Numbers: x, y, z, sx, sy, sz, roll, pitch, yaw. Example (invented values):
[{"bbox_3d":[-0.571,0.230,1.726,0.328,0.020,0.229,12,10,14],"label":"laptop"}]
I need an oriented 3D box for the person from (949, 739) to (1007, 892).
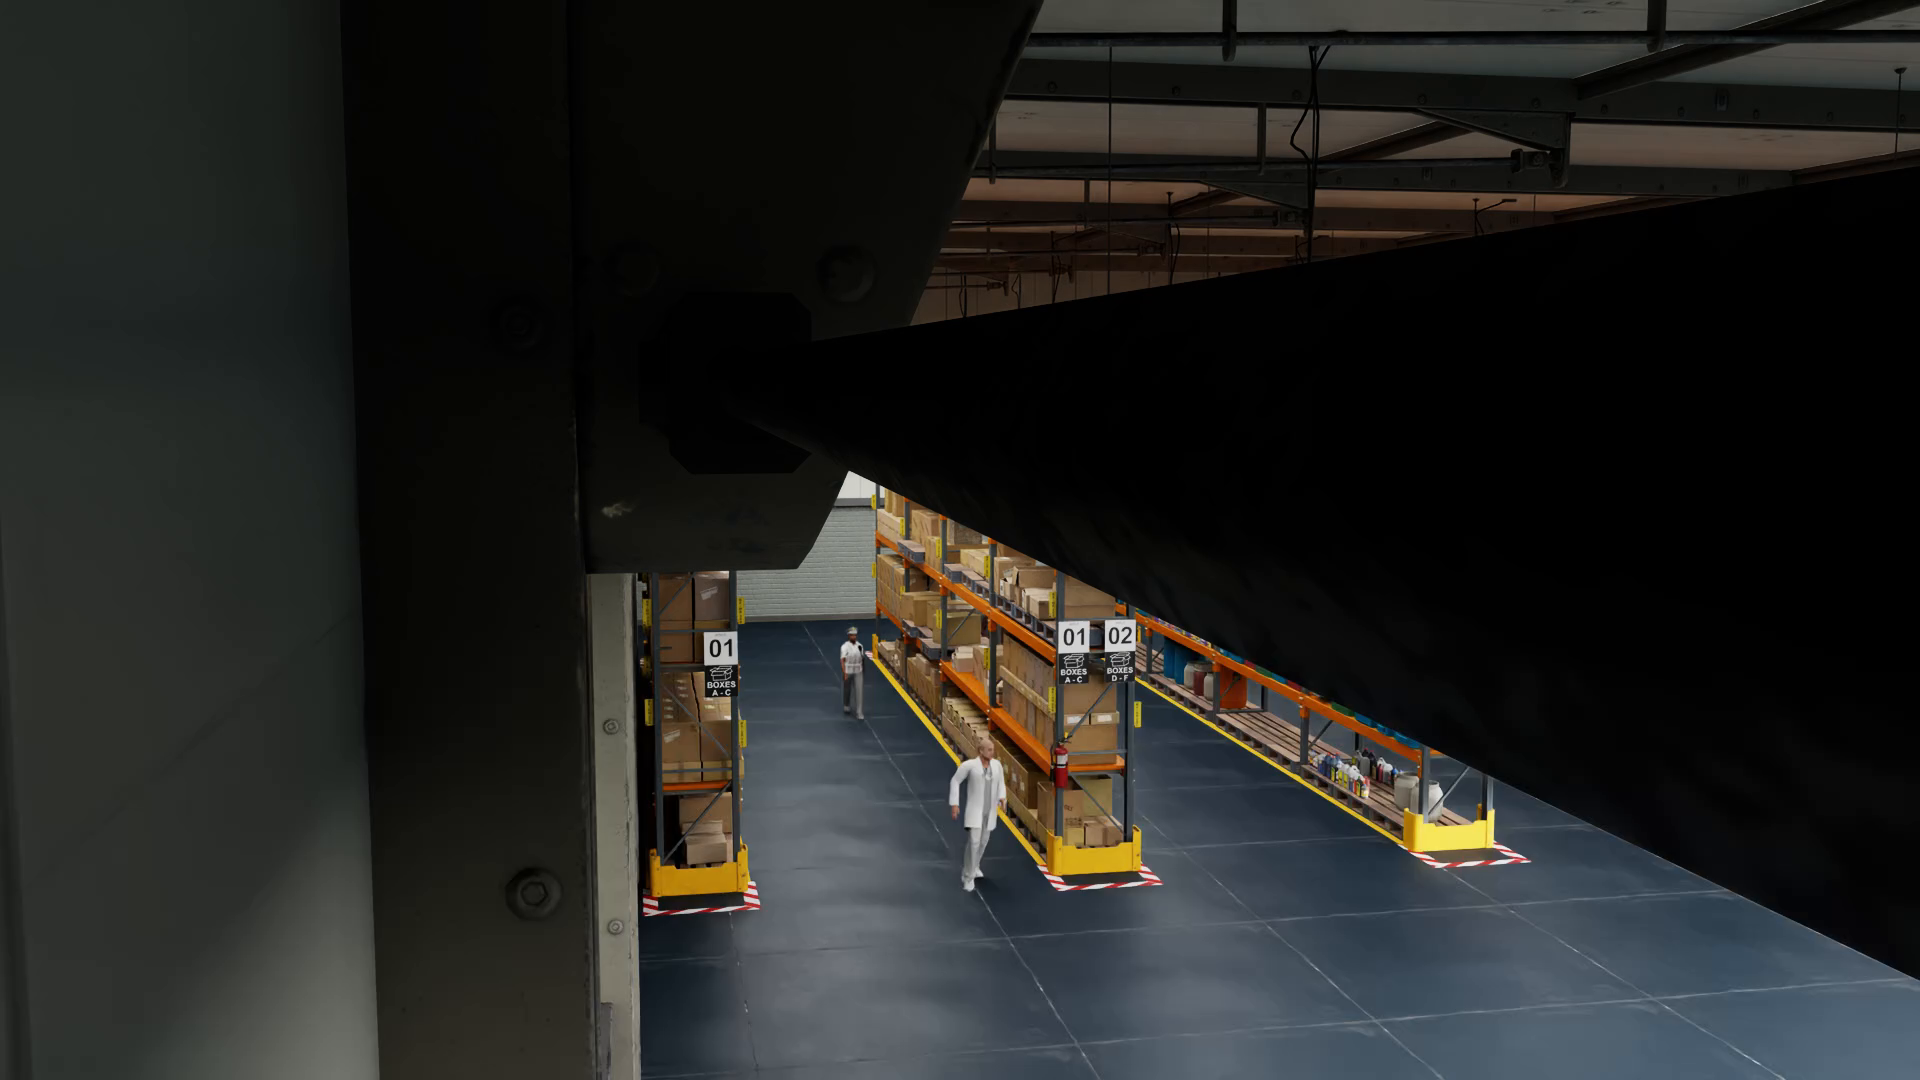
[{"bbox_3d":[0.233,3.379,20.549,0.719,1.822,0.780,-4,7,-34],"label":"person"}]

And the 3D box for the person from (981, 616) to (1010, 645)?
[{"bbox_3d":[0.777,2.088,33.444,0.751,1.646,0.726,0,6,-2],"label":"person"}]

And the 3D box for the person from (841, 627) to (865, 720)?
[{"bbox_3d":[-1.948,2.404,30.228,0.458,1.634,1.054,-1,6,-13],"label":"person"}]
